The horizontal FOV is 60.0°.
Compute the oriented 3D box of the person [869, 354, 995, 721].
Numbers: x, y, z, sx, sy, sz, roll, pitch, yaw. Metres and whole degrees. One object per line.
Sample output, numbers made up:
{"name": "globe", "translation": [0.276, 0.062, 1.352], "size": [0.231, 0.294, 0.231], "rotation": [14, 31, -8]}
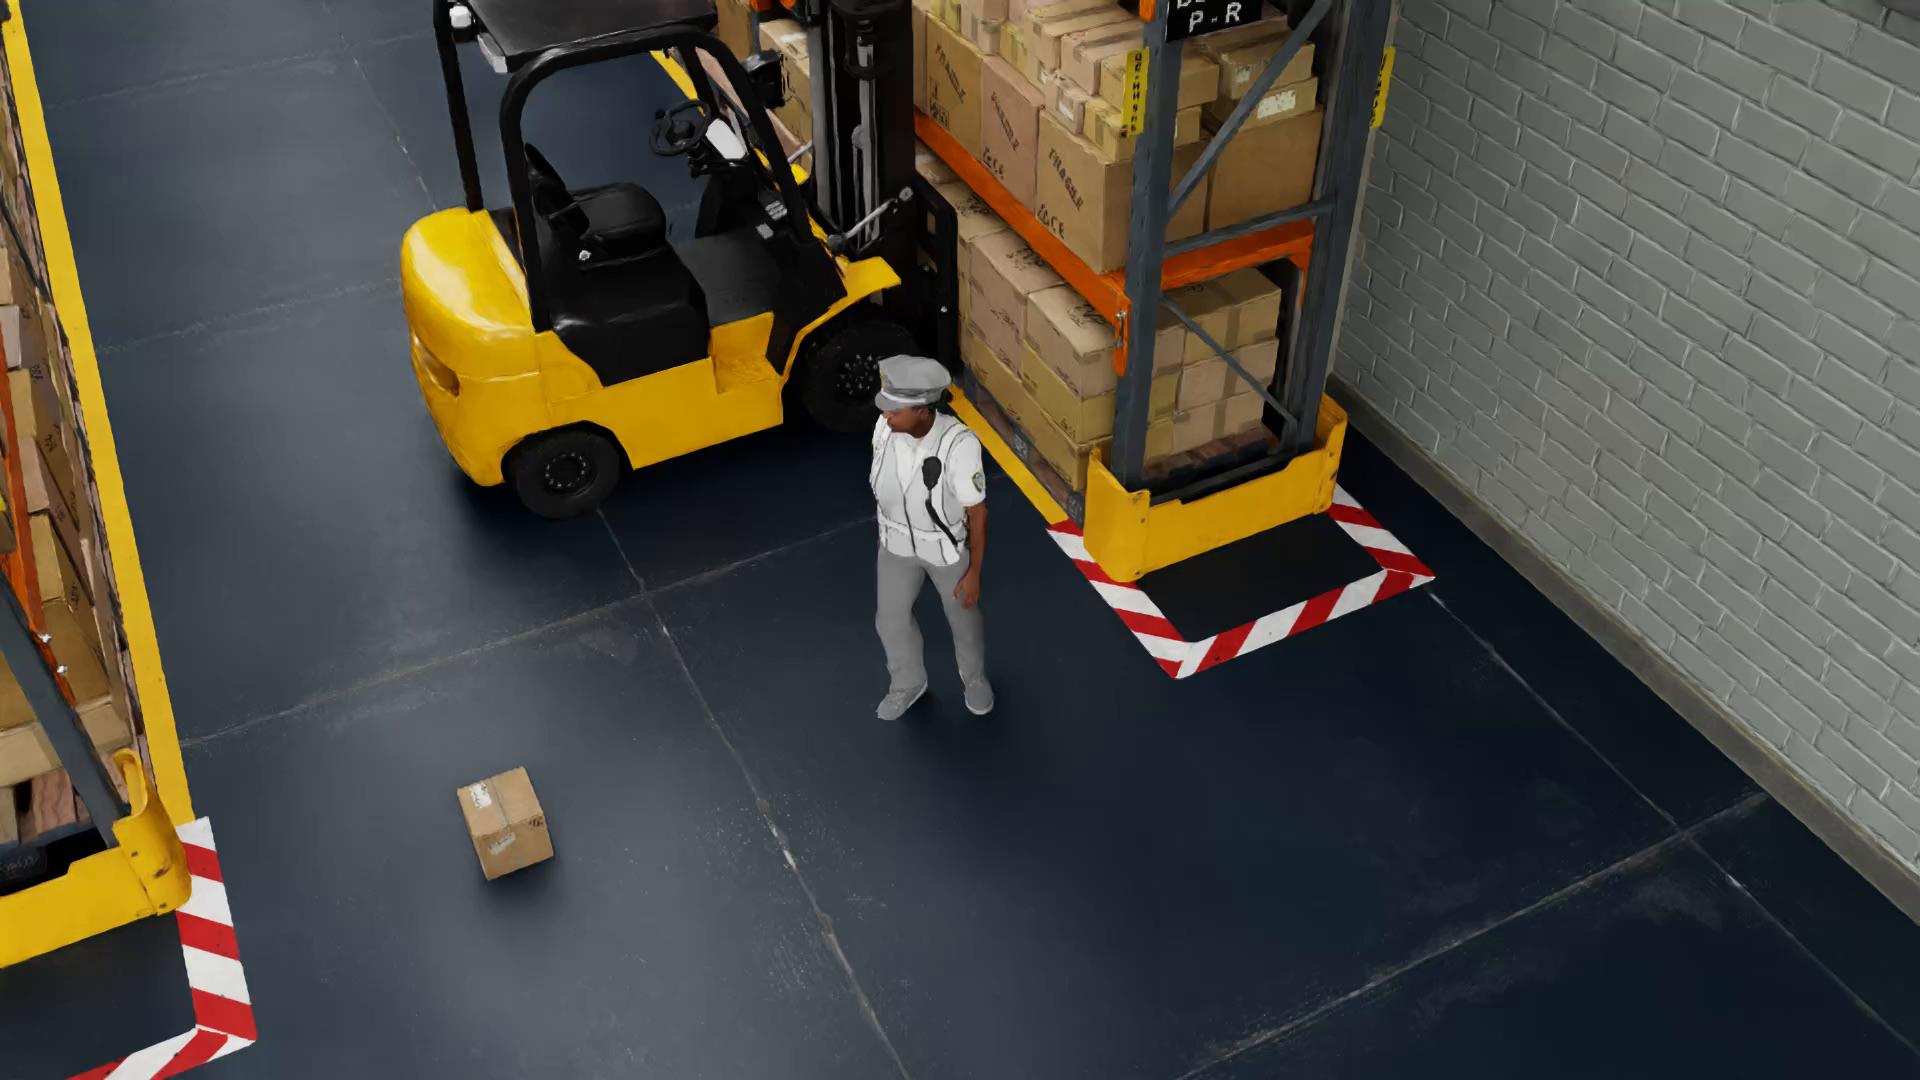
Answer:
{"name": "person", "translation": [-0.101, 0.034, 6.156], "size": [0.484, 1.726, 0.439], "rotation": [16, 44, 17]}
